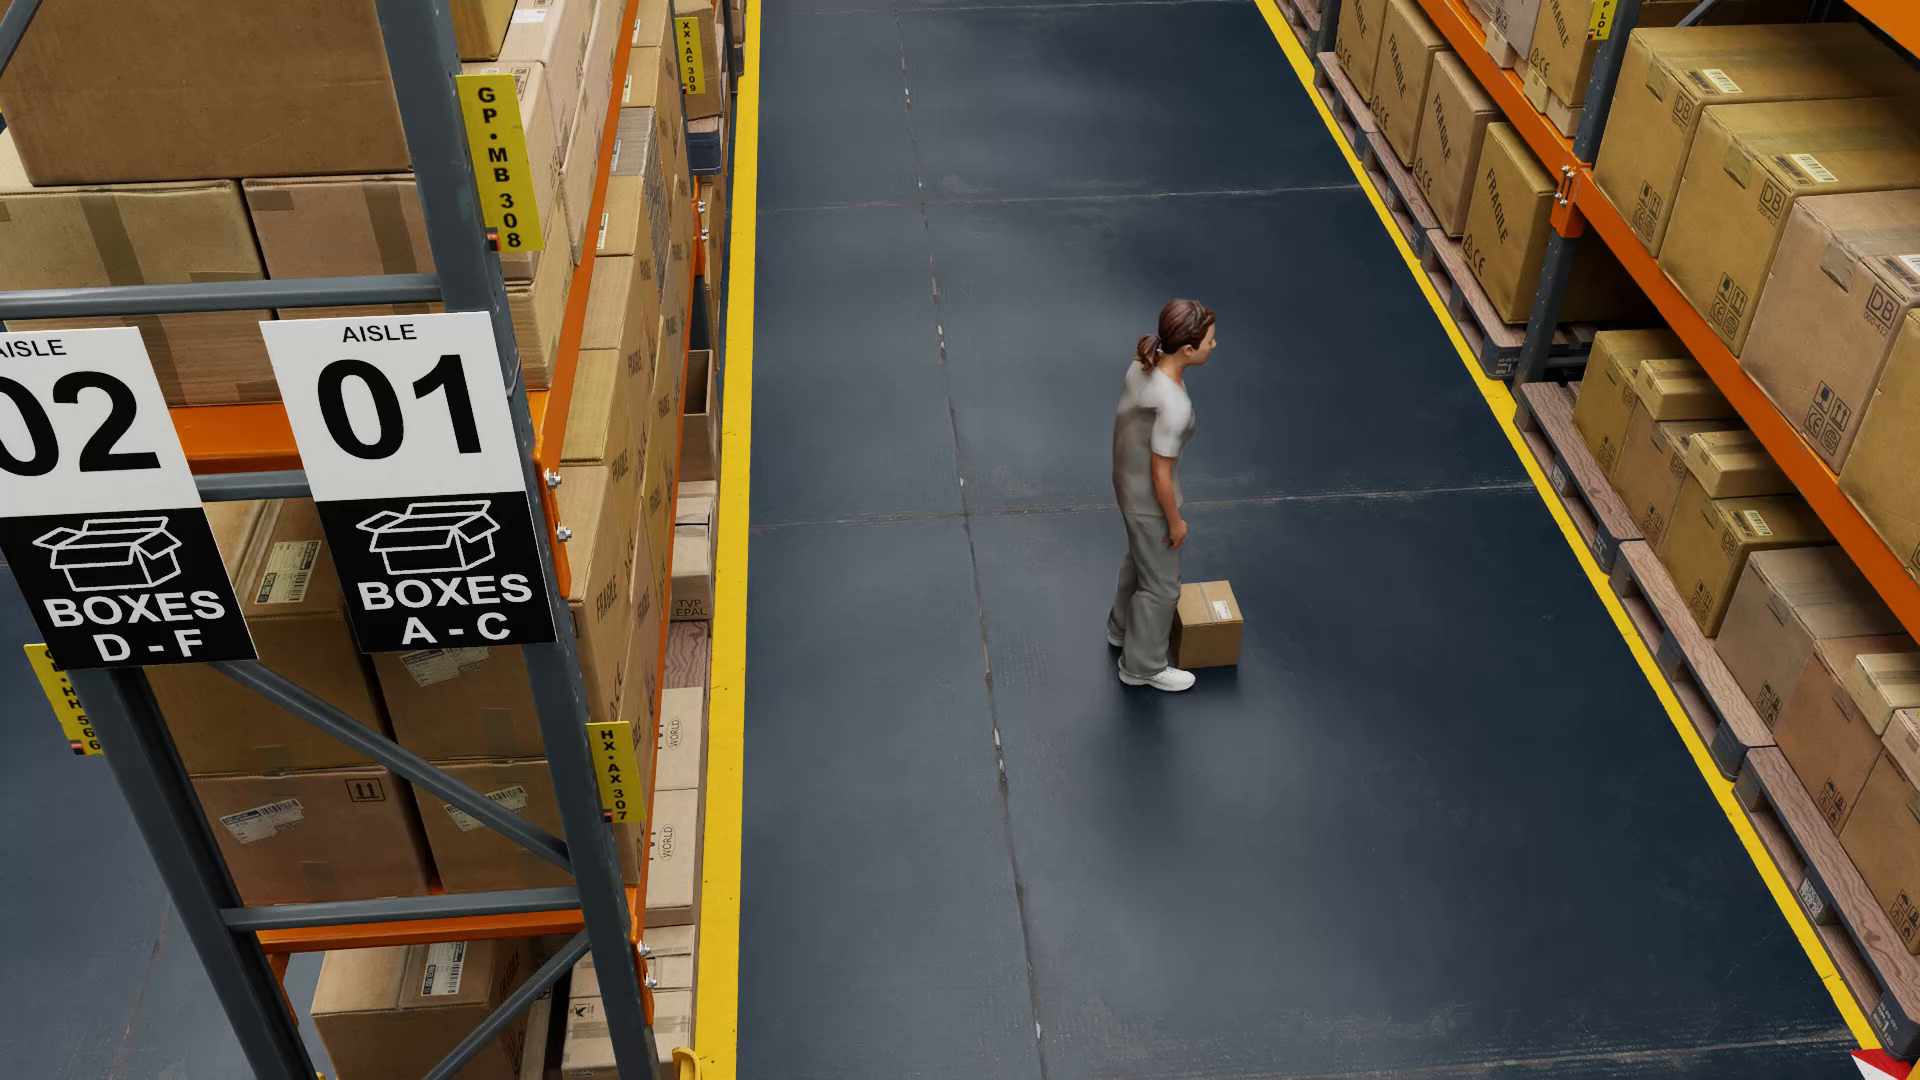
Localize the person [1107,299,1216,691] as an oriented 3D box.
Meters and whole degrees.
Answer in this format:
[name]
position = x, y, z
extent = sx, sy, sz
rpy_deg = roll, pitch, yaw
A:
[person]
position = 0.758, -0.178, 6.373
extent = 0.357, 1.673, 0.486
rpy_deg = -3, 39, -4
